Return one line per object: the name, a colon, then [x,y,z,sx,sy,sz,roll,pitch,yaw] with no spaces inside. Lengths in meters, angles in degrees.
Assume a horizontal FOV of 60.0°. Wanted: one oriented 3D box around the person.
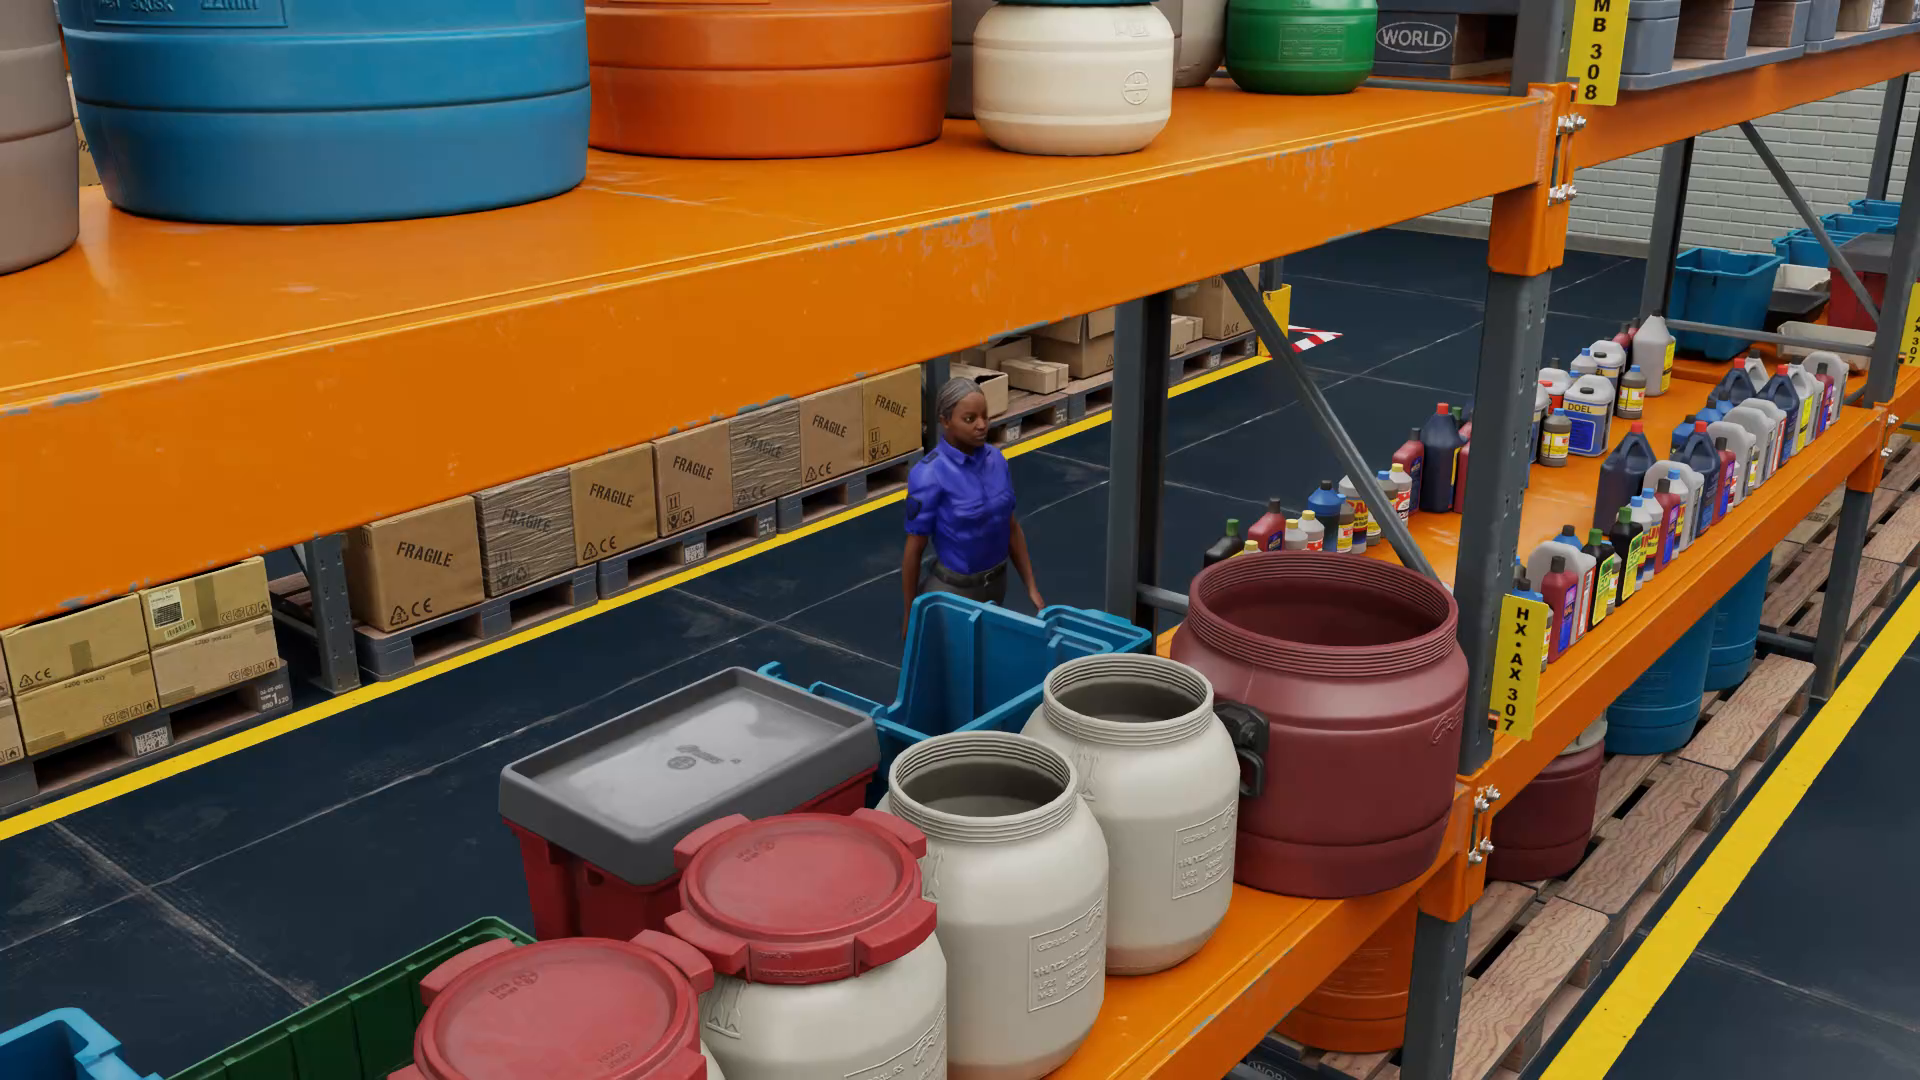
person: [0.114,0.234,5.925,0.866,1.628,0.451,16,25,36]
